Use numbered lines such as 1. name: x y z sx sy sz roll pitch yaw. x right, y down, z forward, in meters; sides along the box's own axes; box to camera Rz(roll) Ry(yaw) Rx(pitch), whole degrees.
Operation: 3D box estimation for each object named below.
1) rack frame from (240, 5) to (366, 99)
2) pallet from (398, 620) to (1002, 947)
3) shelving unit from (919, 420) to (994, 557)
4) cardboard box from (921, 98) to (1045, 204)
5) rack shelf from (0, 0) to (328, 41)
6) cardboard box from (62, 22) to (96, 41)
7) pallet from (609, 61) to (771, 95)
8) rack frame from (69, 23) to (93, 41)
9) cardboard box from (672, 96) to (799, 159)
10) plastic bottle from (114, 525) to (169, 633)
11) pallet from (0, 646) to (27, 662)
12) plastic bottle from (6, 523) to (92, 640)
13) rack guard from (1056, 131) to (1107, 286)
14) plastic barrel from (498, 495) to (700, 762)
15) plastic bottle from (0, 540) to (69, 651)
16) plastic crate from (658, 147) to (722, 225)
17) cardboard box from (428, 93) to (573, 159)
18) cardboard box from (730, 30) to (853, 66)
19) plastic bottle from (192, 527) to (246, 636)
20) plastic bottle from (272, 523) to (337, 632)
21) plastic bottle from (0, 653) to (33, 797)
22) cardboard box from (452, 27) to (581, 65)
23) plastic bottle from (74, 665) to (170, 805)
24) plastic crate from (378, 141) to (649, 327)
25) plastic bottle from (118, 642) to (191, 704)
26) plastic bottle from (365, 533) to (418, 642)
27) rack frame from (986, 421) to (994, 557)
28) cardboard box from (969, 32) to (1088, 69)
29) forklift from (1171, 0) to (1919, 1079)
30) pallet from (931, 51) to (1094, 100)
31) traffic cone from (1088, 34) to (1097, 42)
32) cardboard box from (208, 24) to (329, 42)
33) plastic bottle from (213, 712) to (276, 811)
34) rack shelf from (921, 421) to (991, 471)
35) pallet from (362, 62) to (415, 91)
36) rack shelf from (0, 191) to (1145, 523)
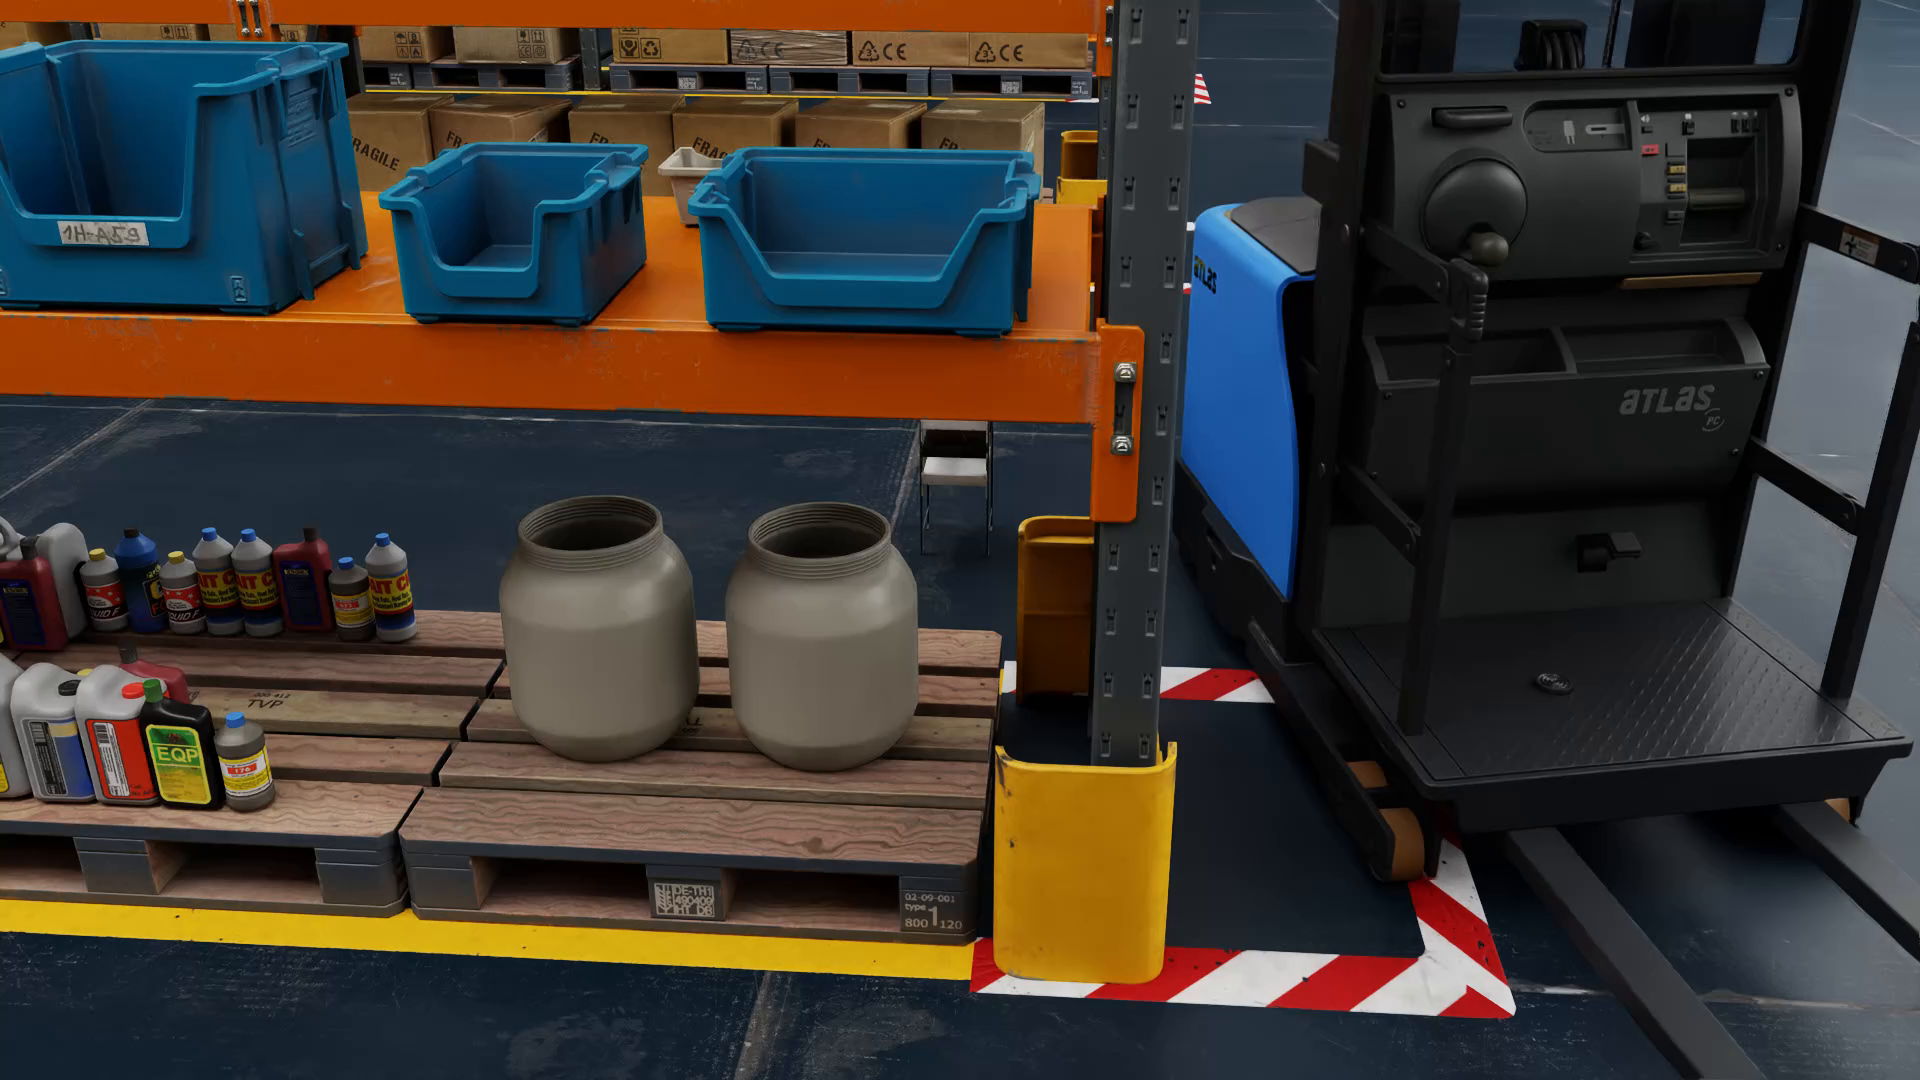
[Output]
1. rack frame: -3.250 -2.931 8.032 0.127 3.000 1.000 2 25 4
2. pallet: -0.529 0.517 3.875 1.213 0.211 1.003 2 25 4
3. shelving unit: -0.008 -0.409 5.062 0.210 0.900 0.258 2 25 4
4. cardboard box: 0.117 -1.886 8.248 0.500 0.500 0.500 6 25 14
5. rack shelf: -5.244 -2.669 8.322 4.000 0.370 1.077 2 25 4
6. cardboard box: -7.443 -4.308 13.511 0.500 0.500 0.500 1 25 2
7. pallet: -2.017 -3.672 12.977 1.213 0.211 1.003 2 25 4
8. rack frame: -6.757 -5.123 12.796 0.127 3.000 1.000 2 25 4
9. cardboard box: -1.104 -1.918 8.319 0.500 0.500 0.500 4 25 9
10. plastic bottle: -2.068 0.092 4.199 0.097 0.271 0.097 0 25 0
11. pallet: -2.962 0.438 4.045 1.213 0.211 1.003 2 25 4
12. plastic bottle: -2.289 0.094 4.189 0.135 0.276 0.152 2 25 5
13. rack guard: 0.663 -1.670 8.282 0.348 0.500 1.175 2 25 4
14. plastic barrel: -0.802 0.195 3.712 0.421 0.512 0.421 0 25 0
15. plastic bottle: -2.297 0.135 4.091 0.133 0.283 0.061 2 25 4
16. plastic crate: -0.508 -0.782 3.677 0.250 0.136 0.298 2 25 4
17. cardboard box: -2.282 -1.942 8.370 0.500 0.500 0.500 10 27 21
18. cardboard box: -1.248 -4.144 12.708 0.875 0.875 0.875 2 25 4
19. plastic bottle: -1.866 0.098 4.185 0.097 0.271 0.097 0 25 0
20. plastic bottle: -1.649 0.092 4.184 0.133 0.283 0.061 2 25 5
21. plastic bottle: -2.058 0.361 3.520 0.185 0.351 0.144 3 25 6
22. cardboard box: -3.395 -4.147 12.862 0.750 0.750 1.050 2 25 4
23. plastic bottle: -1.754 0.403 3.518 0.135 0.276 0.152 2 25 4
24. plastic crate: -0.809 -0.586 3.113 0.408 0.251 0.499 2 25 4
25. plastic bottle: -1.747 0.355 3.613 0.133 0.283 0.061 2 25 4
26. plastic bottle: -1.424 0.113 4.155 0.097 0.271 0.097 0 25 0
27. rack frame: 0.093 -0.406 5.055 0.006 0.900 0.240 2 25 4
28. cardboard box: 0.538 -4.087 12.583 0.875 0.875 0.875 2 25 4
29. forklift: 1.396 -0.746 3.364 1.130 2.935 3.031 -4 25 -8
30. pallet: 0.416 -3.594 12.807 1.213 0.211 1.003 2 25 4
31. traffic cone: 1.224 -4.784 15.093 0.334 0.463 0.336 2 25 4
32. cardboard box: -5.285 -4.209 12.997 0.750 0.750 1.050 2 25 5
33. plastic bottle: -1.505 0.456 3.492 0.097 0.201 0.097 0 25 0
34. rack shelf: -0.008 -0.297 5.114 0.200 0.077 0.258 2 25 4
35. pallet: -4.764 -3.760 13.169 1.213 0.211 1.003 2 25 4
36. rack shelf: -1.635 -0.476 3.557 4.000 0.370 1.077 2 25 4
